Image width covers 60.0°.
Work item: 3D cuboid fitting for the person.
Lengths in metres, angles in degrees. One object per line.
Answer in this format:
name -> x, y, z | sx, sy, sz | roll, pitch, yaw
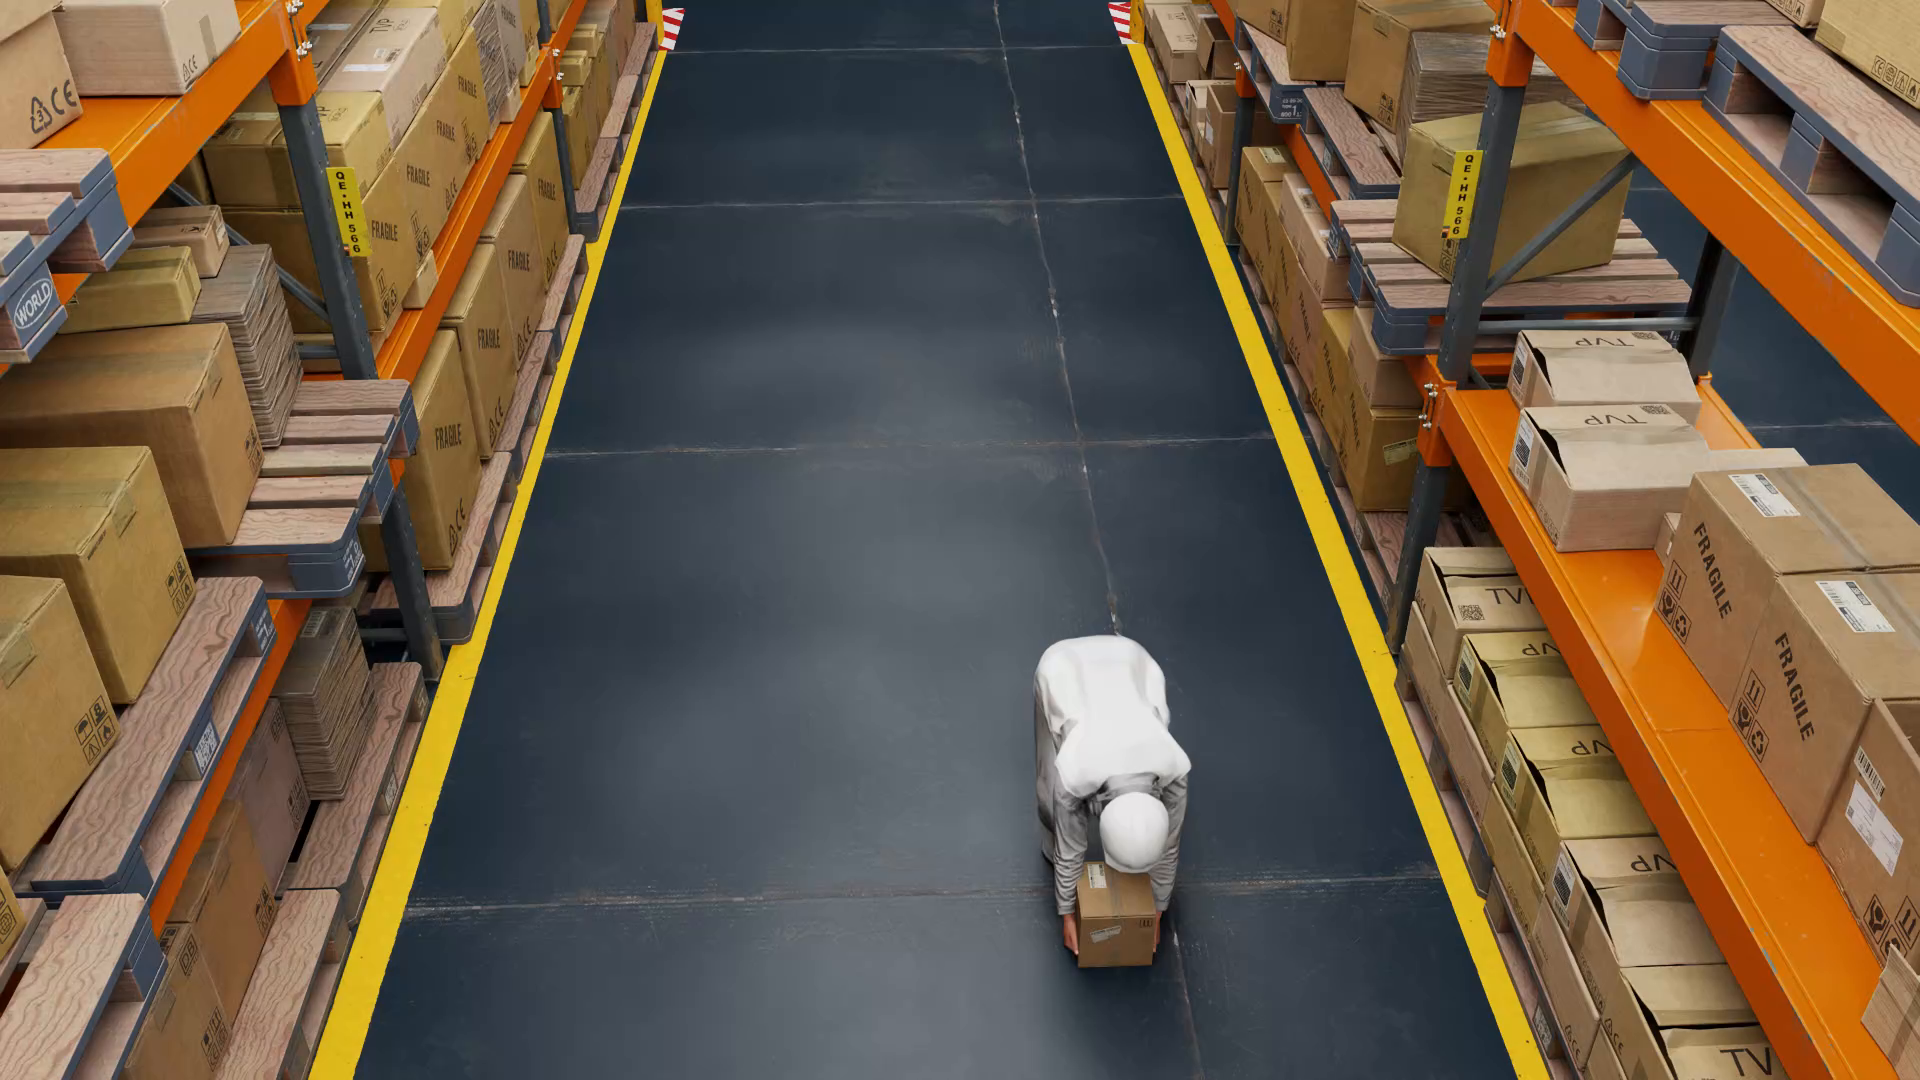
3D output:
person -> 0.520, 0.868, 5.710 | 0.516, 0.860, 1.005 | -3, 35, -4
